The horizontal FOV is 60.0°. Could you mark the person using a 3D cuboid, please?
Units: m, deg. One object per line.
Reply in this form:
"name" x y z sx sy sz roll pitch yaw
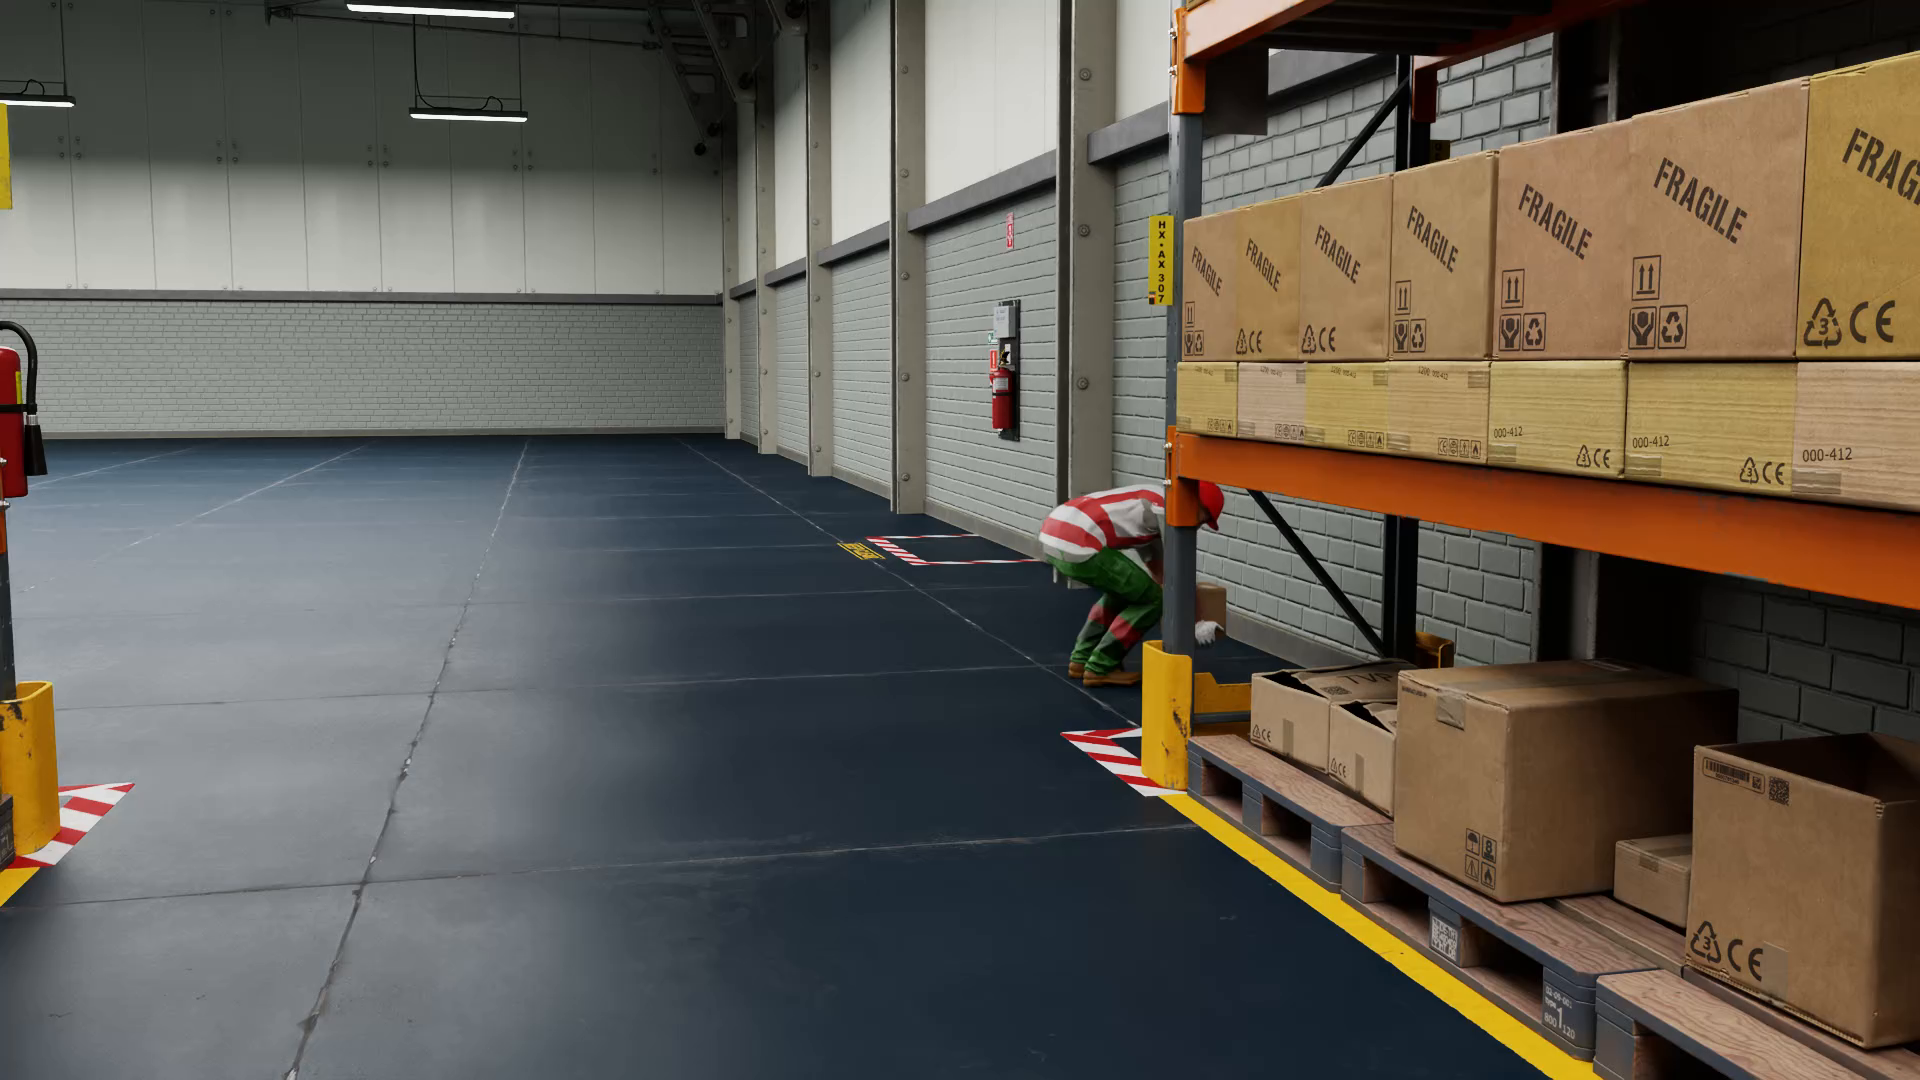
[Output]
"person" 0.860 0.200 8.204 0.950 0.988 0.536 -2 6 -16
